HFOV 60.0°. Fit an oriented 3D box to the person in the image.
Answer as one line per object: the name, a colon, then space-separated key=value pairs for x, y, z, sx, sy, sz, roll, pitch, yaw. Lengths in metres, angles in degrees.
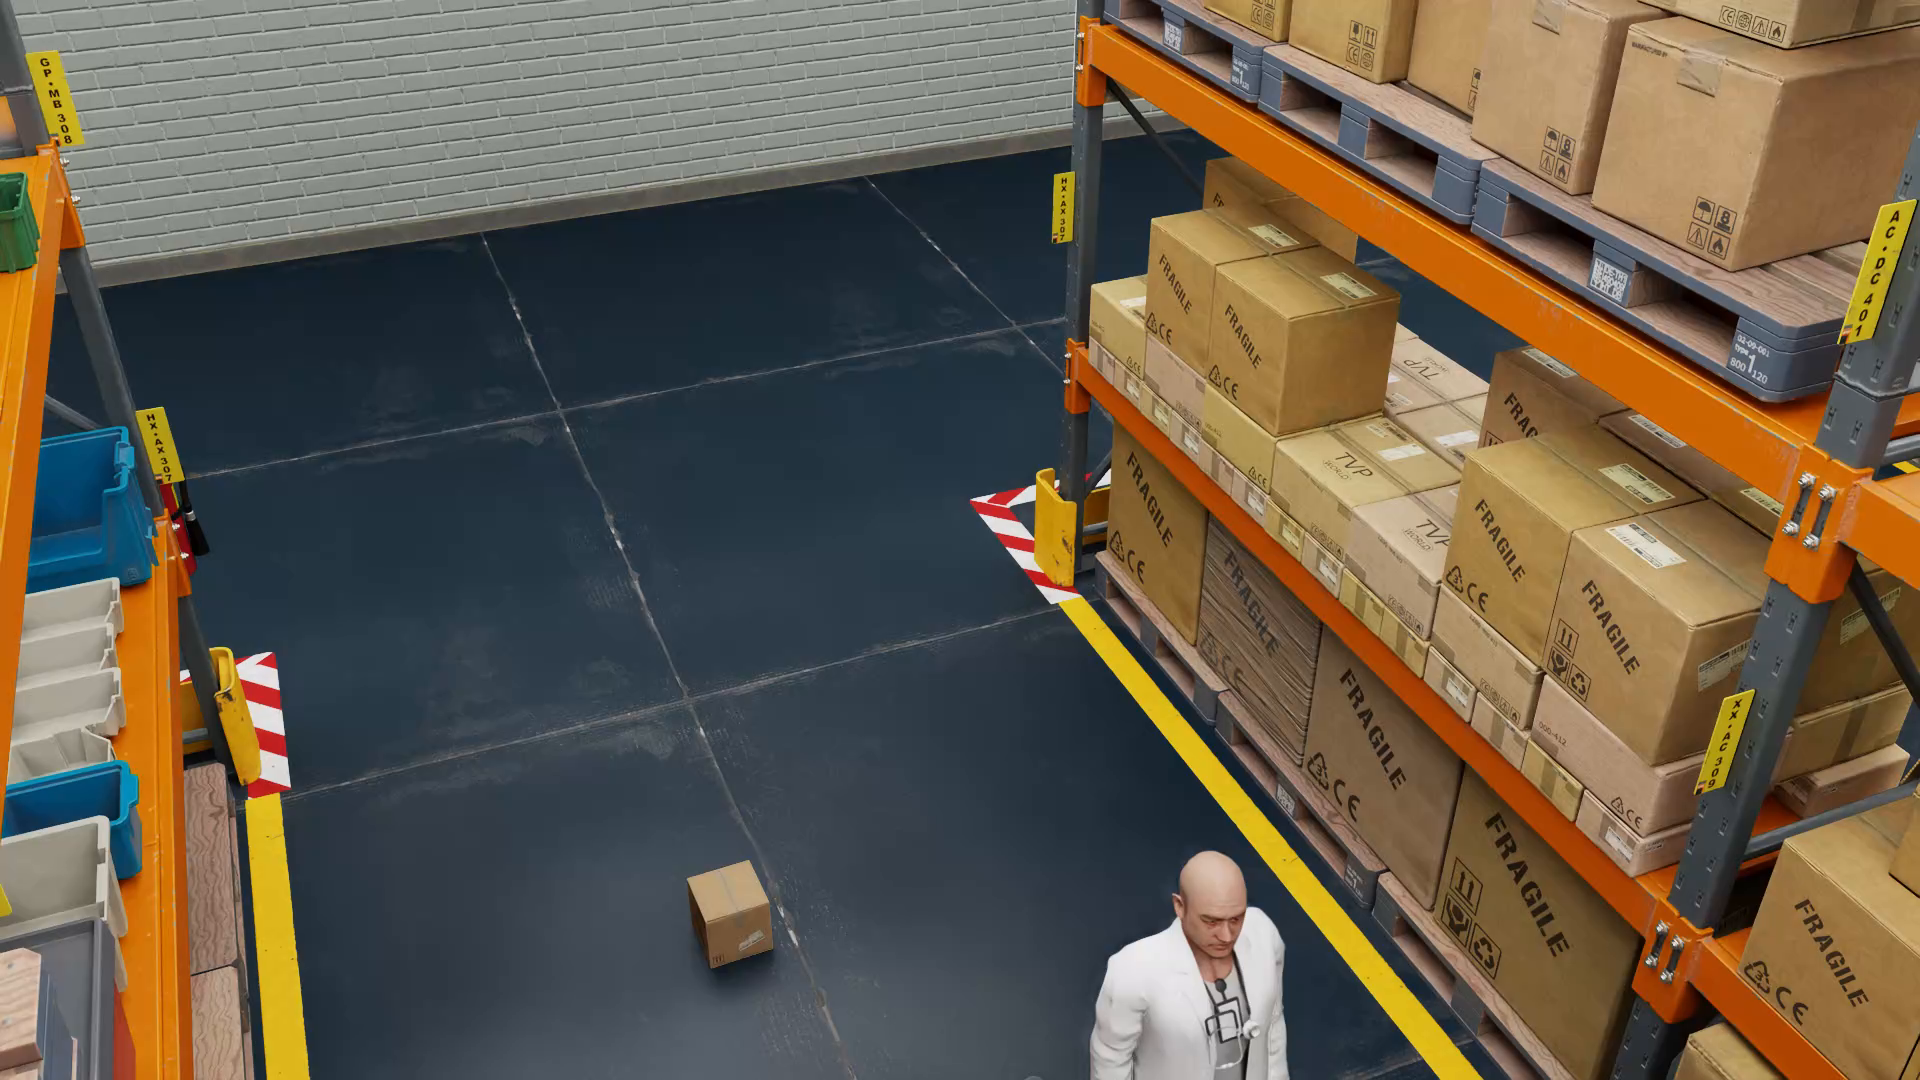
person: x=0.654 y=1.597 z=4.661 sx=0.574 sy=1.783 sz=0.535 roll=-15 pitch=36 yaw=-22
